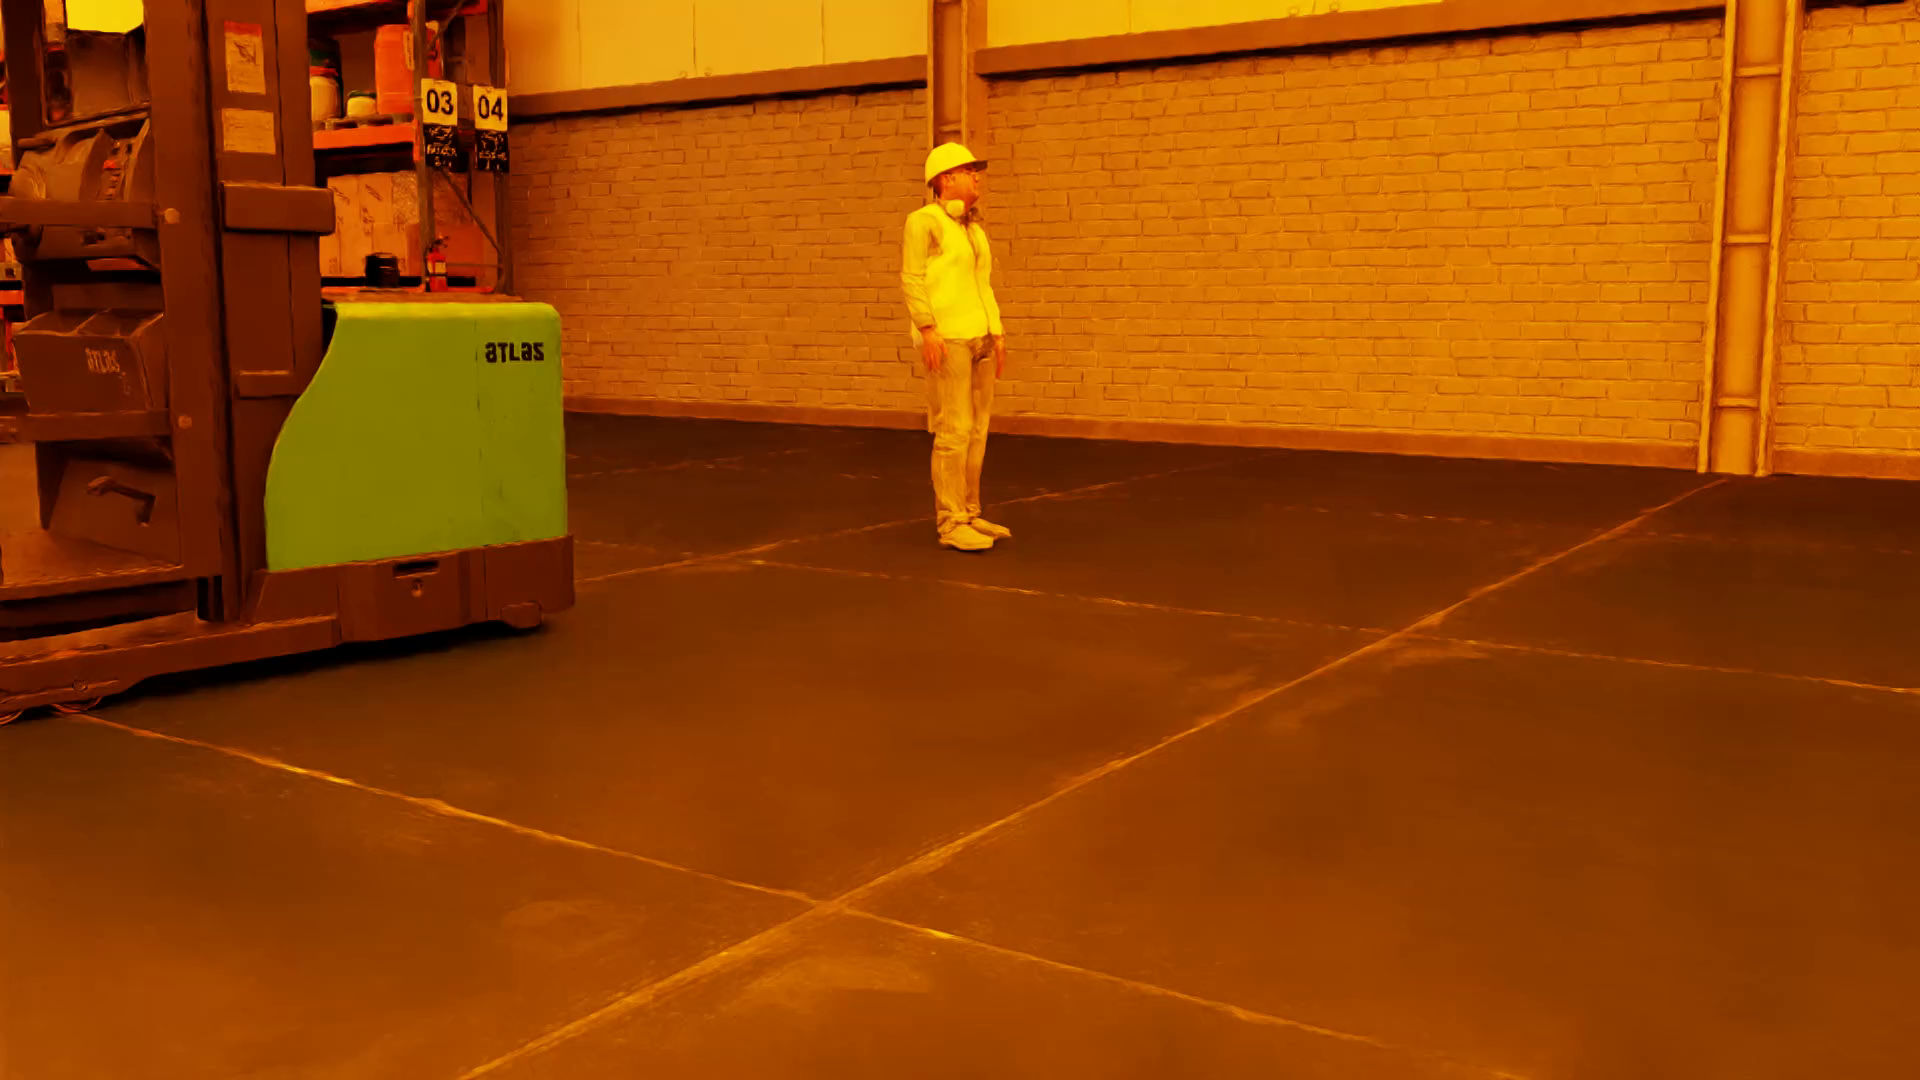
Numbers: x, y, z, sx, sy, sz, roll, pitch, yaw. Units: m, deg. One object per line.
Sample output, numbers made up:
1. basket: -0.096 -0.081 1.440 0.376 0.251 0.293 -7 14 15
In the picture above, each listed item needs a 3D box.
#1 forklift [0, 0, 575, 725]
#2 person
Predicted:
1. forklift: -2.660 -1.056 4.615 1.130 2.935 3.031 7 11 42
2. person: 0.047 -0.880 7.437 0.567 1.773 0.632 5 10 34
